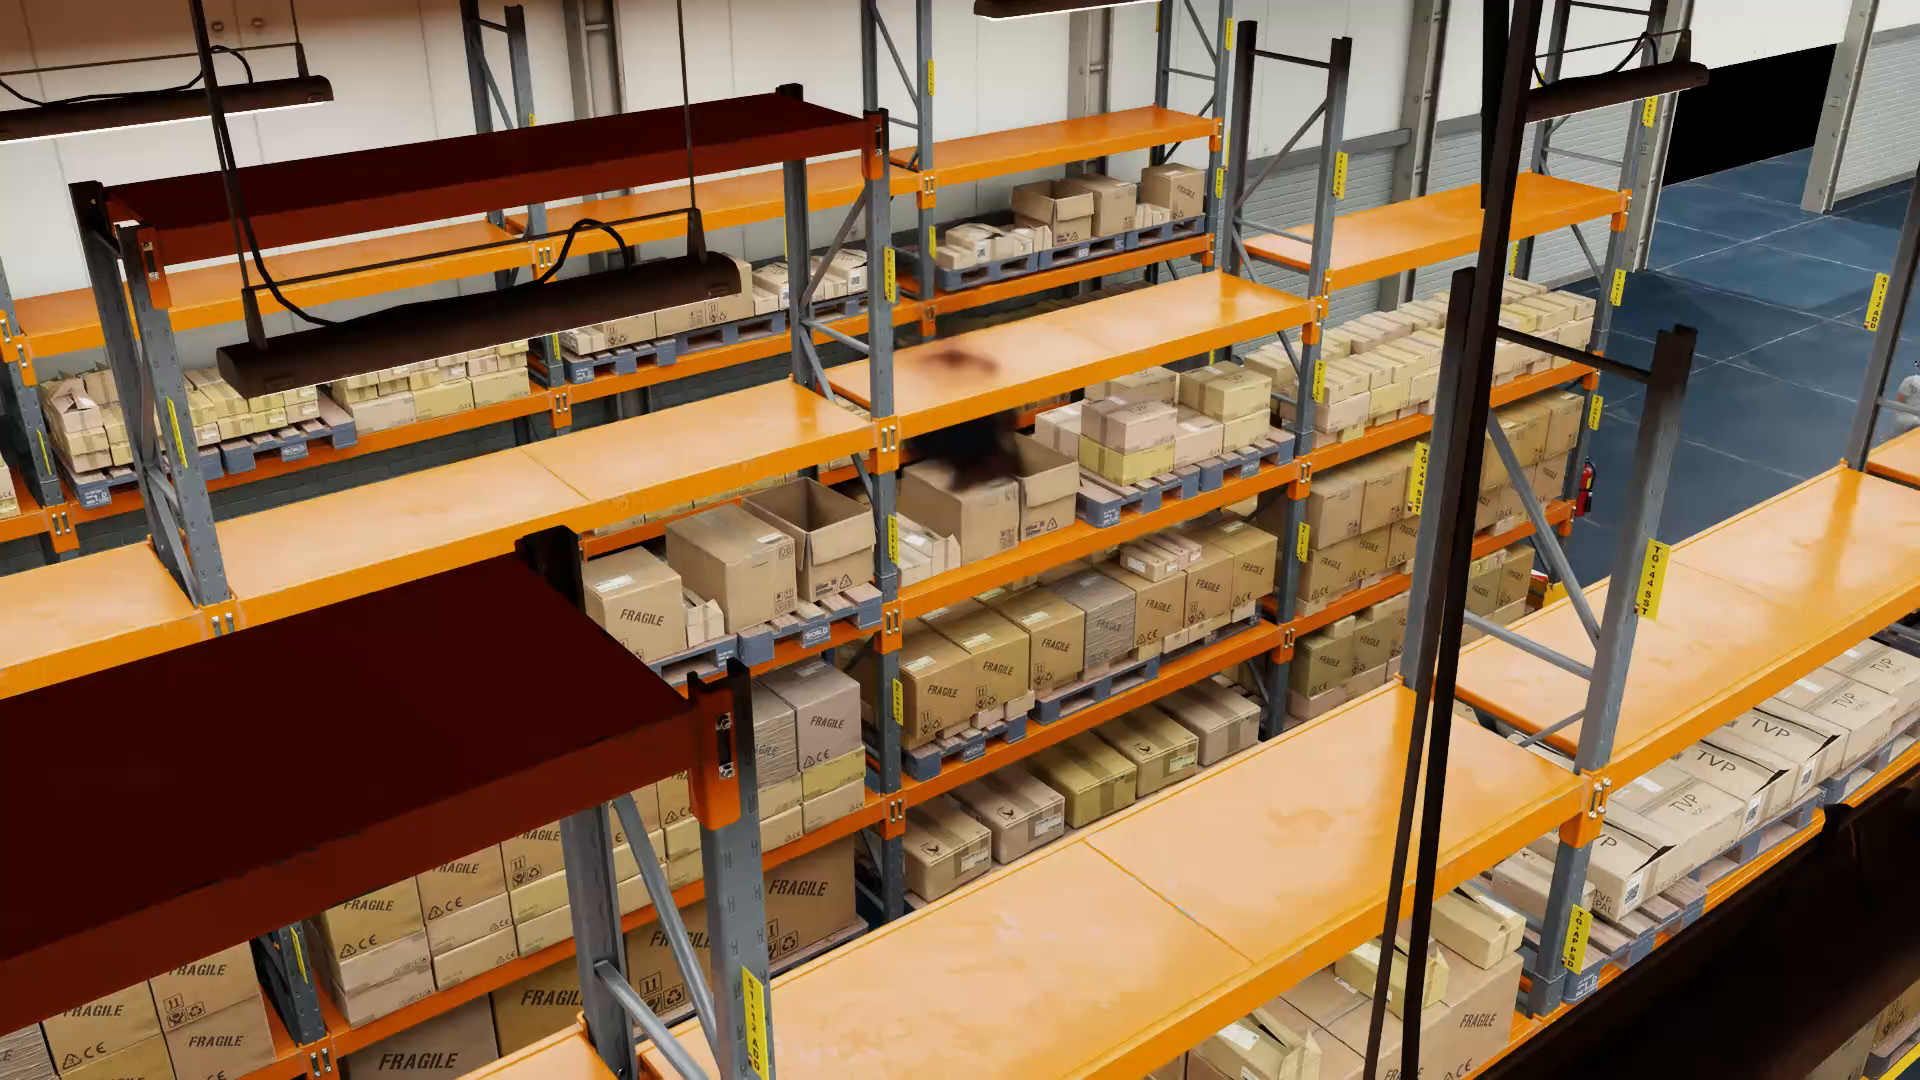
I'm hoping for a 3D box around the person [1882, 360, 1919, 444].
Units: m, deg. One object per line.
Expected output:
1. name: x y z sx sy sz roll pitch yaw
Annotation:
1. person: 10.931 -1.377 19.074 0.561 1.617 0.594 2 26 5
